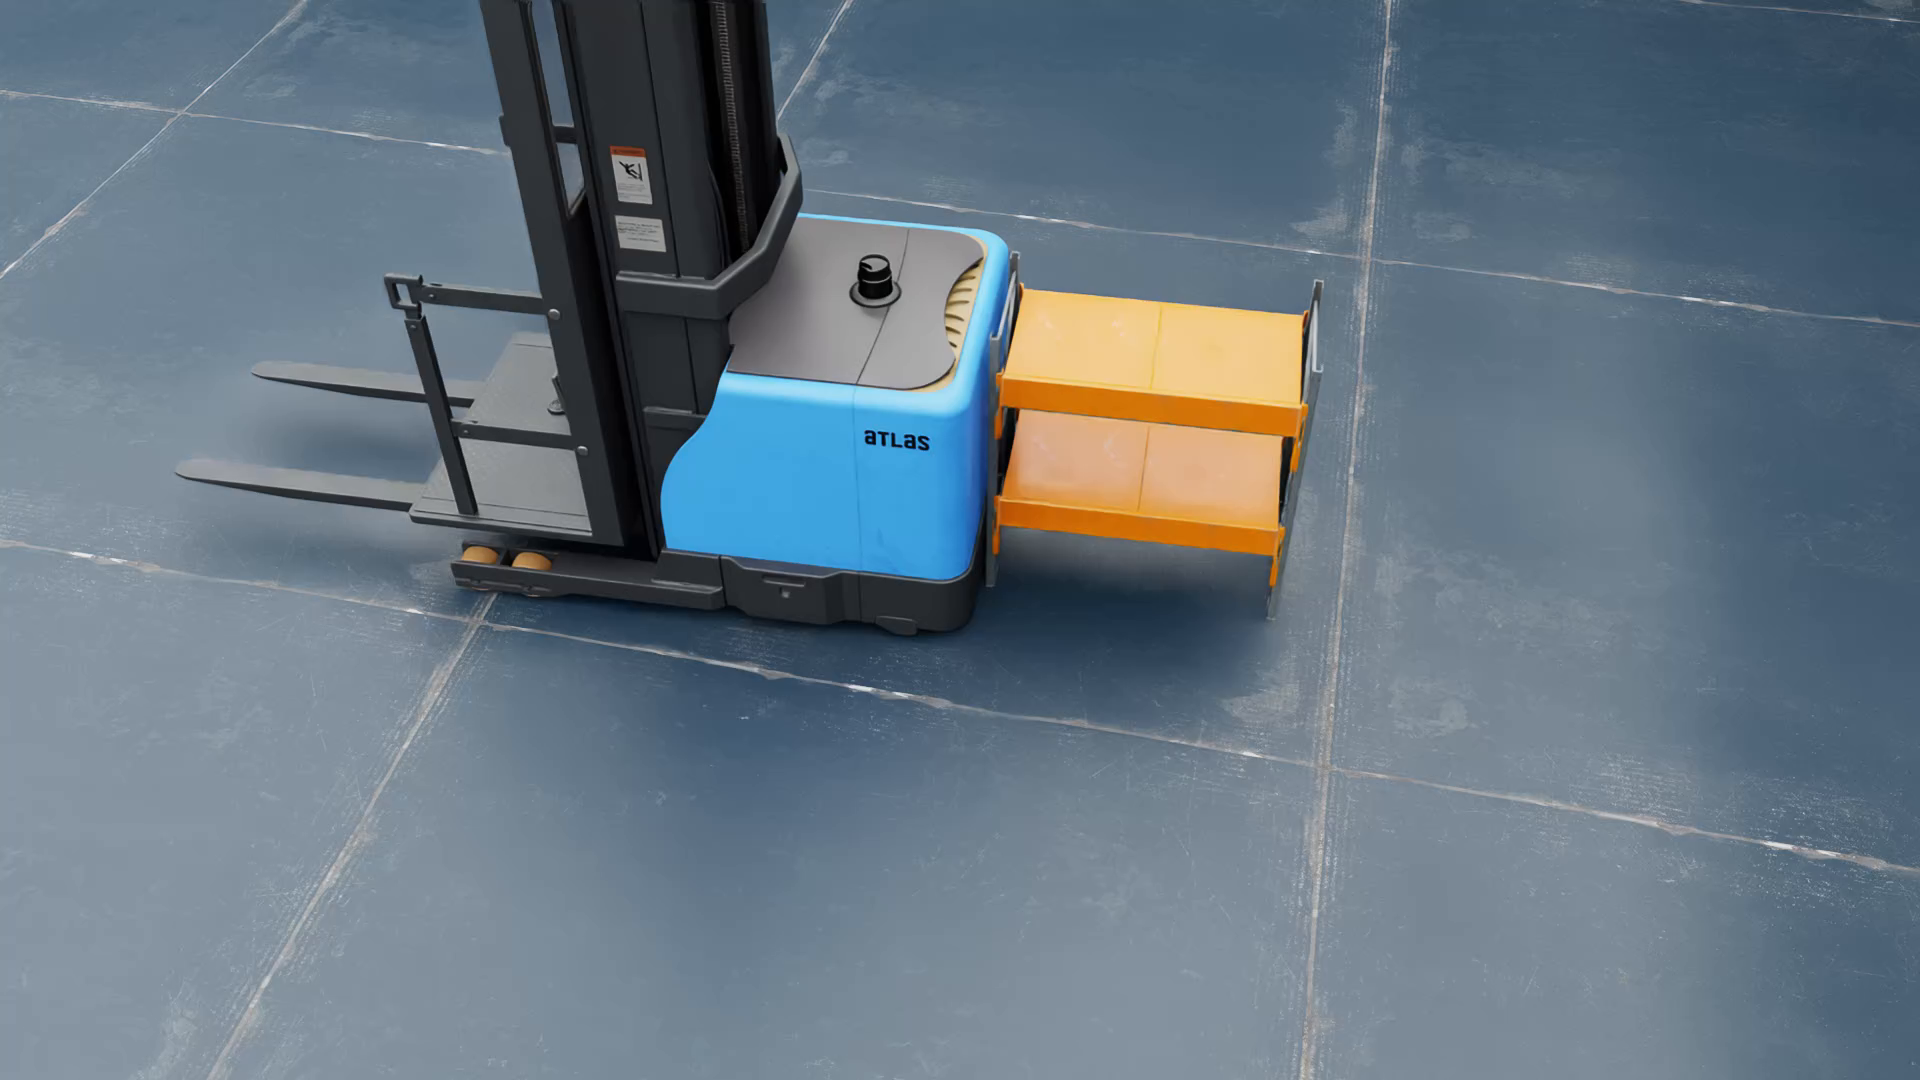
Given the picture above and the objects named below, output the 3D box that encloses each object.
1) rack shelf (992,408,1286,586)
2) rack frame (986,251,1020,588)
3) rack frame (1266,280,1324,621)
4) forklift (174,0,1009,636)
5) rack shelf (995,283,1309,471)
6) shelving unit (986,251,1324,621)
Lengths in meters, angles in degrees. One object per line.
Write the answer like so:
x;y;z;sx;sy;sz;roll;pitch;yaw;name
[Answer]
0.651;-0.169;5.967;1.000;0.278;0.538;7;44;7;rack shelf
0.149;-0.403;5.857;0.032;1.125;0.500;7;44;7;rack frame
1.153;-0.288;5.738;0.032;1.125;0.500;7;44;7;rack frame
-1.381;-1.204;5.387;3.031;2.935;1.130;7;44;7;forklift
0.651;-0.556;5.595;1.000;0.278;0.538;7;44;7;rack shelf
0.651;-0.345;5.798;1.048;1.125;0.538;7;44;7;shelving unit
